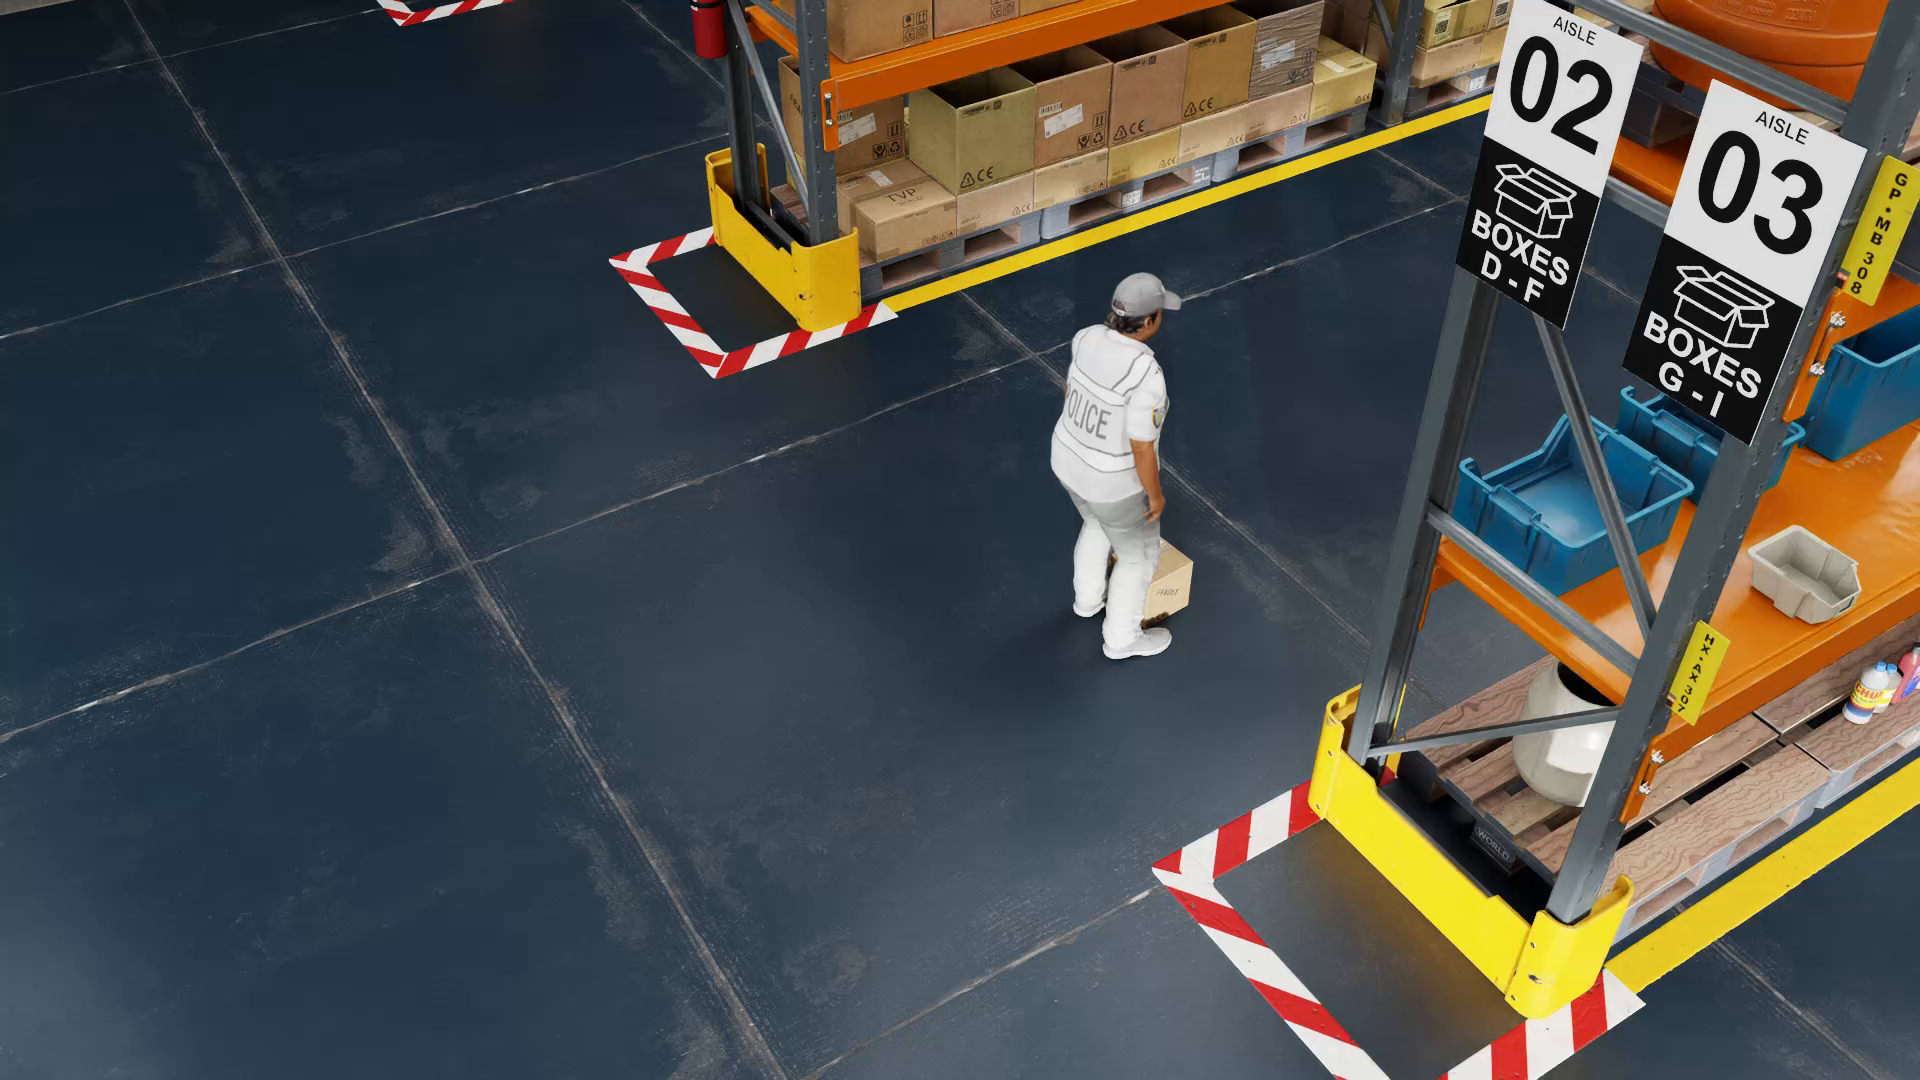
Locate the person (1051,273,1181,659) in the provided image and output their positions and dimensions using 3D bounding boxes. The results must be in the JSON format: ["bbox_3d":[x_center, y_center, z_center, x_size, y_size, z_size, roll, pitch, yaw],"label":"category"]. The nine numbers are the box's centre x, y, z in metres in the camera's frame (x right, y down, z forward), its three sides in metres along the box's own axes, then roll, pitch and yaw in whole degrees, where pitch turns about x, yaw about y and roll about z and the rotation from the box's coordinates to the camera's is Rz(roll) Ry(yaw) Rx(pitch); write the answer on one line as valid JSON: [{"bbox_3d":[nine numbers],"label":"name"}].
[{"bbox_3d":[0.617,-0.279,6.474,0.468,1.665,0.537,-23,46,-24],"label":"person"}]
